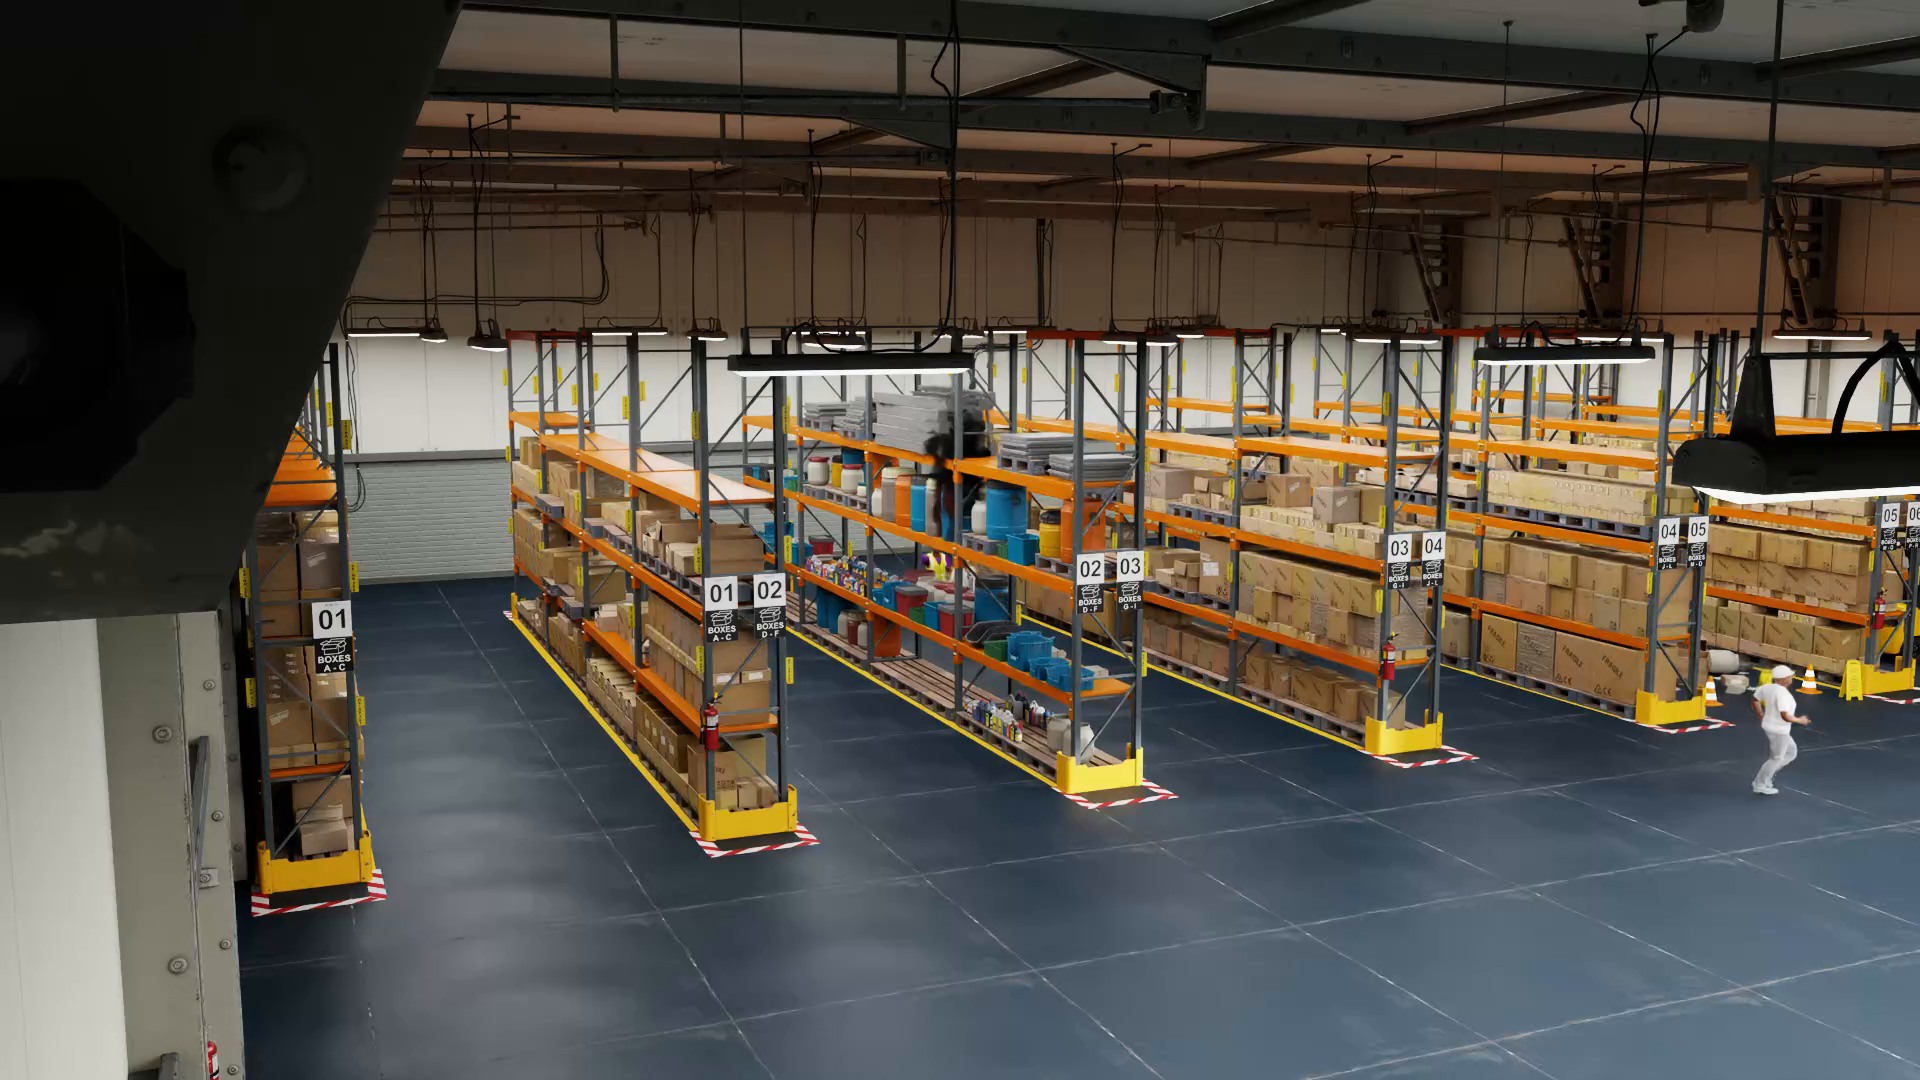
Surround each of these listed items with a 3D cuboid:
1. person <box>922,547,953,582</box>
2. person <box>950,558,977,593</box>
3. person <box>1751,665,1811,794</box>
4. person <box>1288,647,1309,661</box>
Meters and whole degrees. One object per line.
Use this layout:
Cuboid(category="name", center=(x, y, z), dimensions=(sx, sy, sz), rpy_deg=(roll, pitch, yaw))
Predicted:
Cuboid(category="person", center=(-0.472, 0.889, 33.495), dimensions=(0.686, 1.804, 0.869), rpy_deg=(-5, 9, -32))
Cuboid(category="person", center=(0.119, 1.137, 31.980), dimensions=(0.711, 1.735, 0.636), rpy_deg=(-5, 9, -32))
Cuboid(category="person", center=(10.796, 2.501, 21.863), dimensions=(0.633, 1.737, 0.681), rpy_deg=(2, 8, 11))
Cuboid(category="person", center=(6.262, 1.374, 30.338), dimensions=(0.642, 1.670, 0.782), rpy_deg=(-4, 9, -29))
